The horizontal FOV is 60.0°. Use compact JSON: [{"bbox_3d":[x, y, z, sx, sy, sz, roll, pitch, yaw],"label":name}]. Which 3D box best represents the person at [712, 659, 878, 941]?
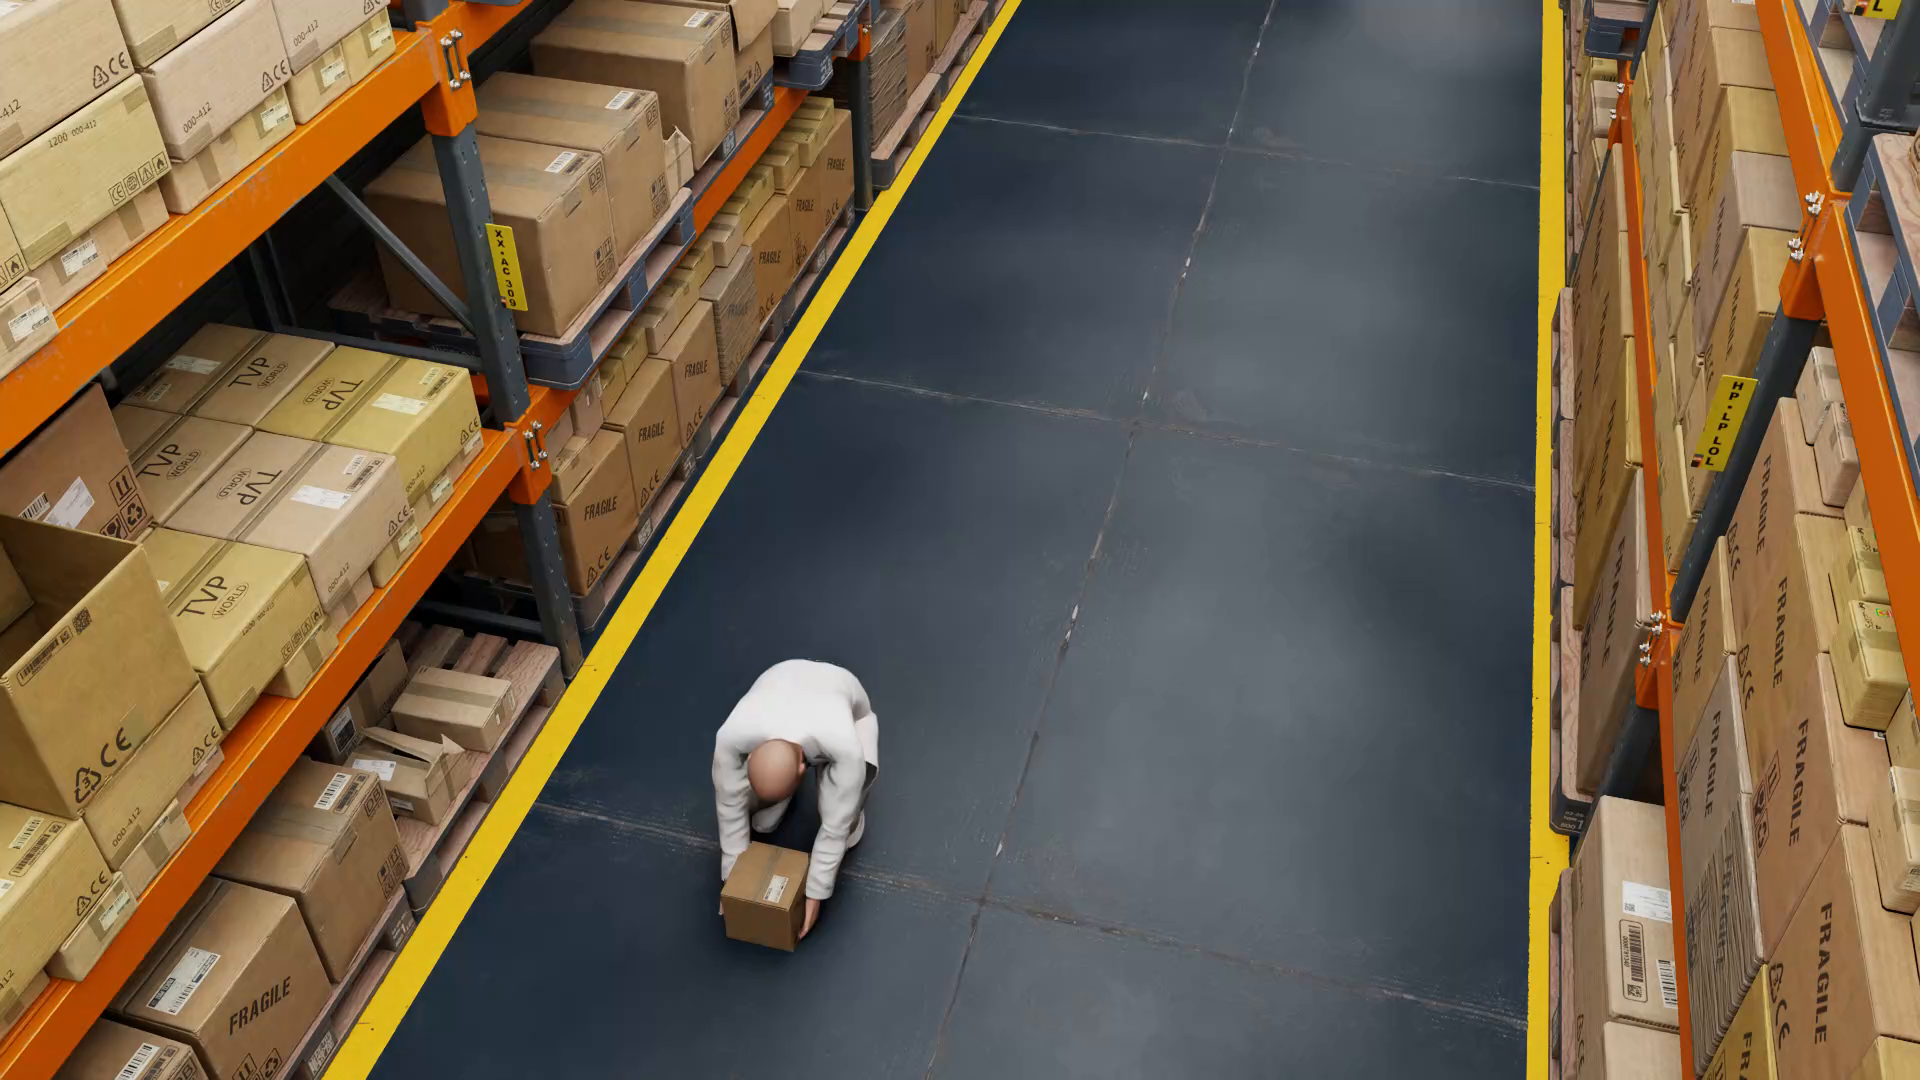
[{"bbox_3d":[-0.588,0.810,5.952,0.597,0.889,0.906,10,41,11],"label":"person"}]
